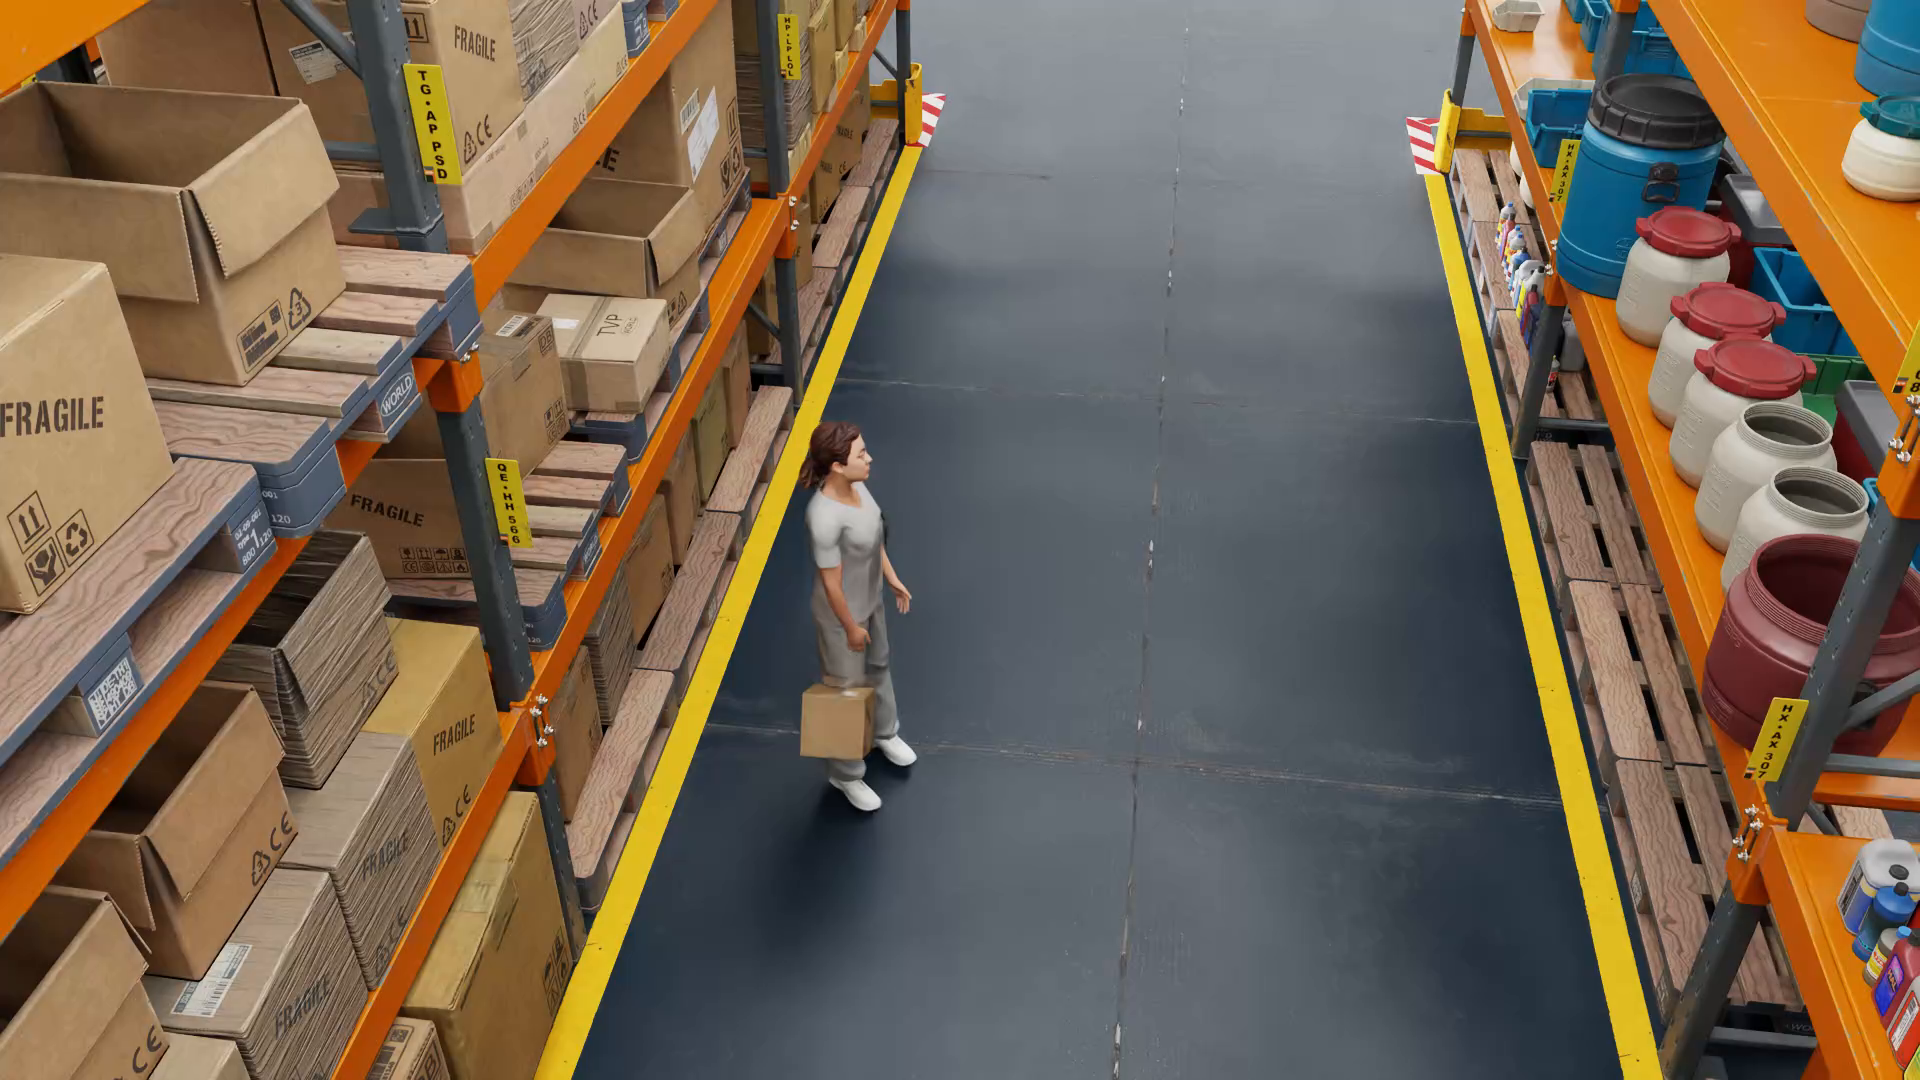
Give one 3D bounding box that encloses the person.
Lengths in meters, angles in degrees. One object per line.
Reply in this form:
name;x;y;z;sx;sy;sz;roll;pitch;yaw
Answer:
person;-0.416;0.290;6.609;0.442;1.684;0.523;9;37;12
